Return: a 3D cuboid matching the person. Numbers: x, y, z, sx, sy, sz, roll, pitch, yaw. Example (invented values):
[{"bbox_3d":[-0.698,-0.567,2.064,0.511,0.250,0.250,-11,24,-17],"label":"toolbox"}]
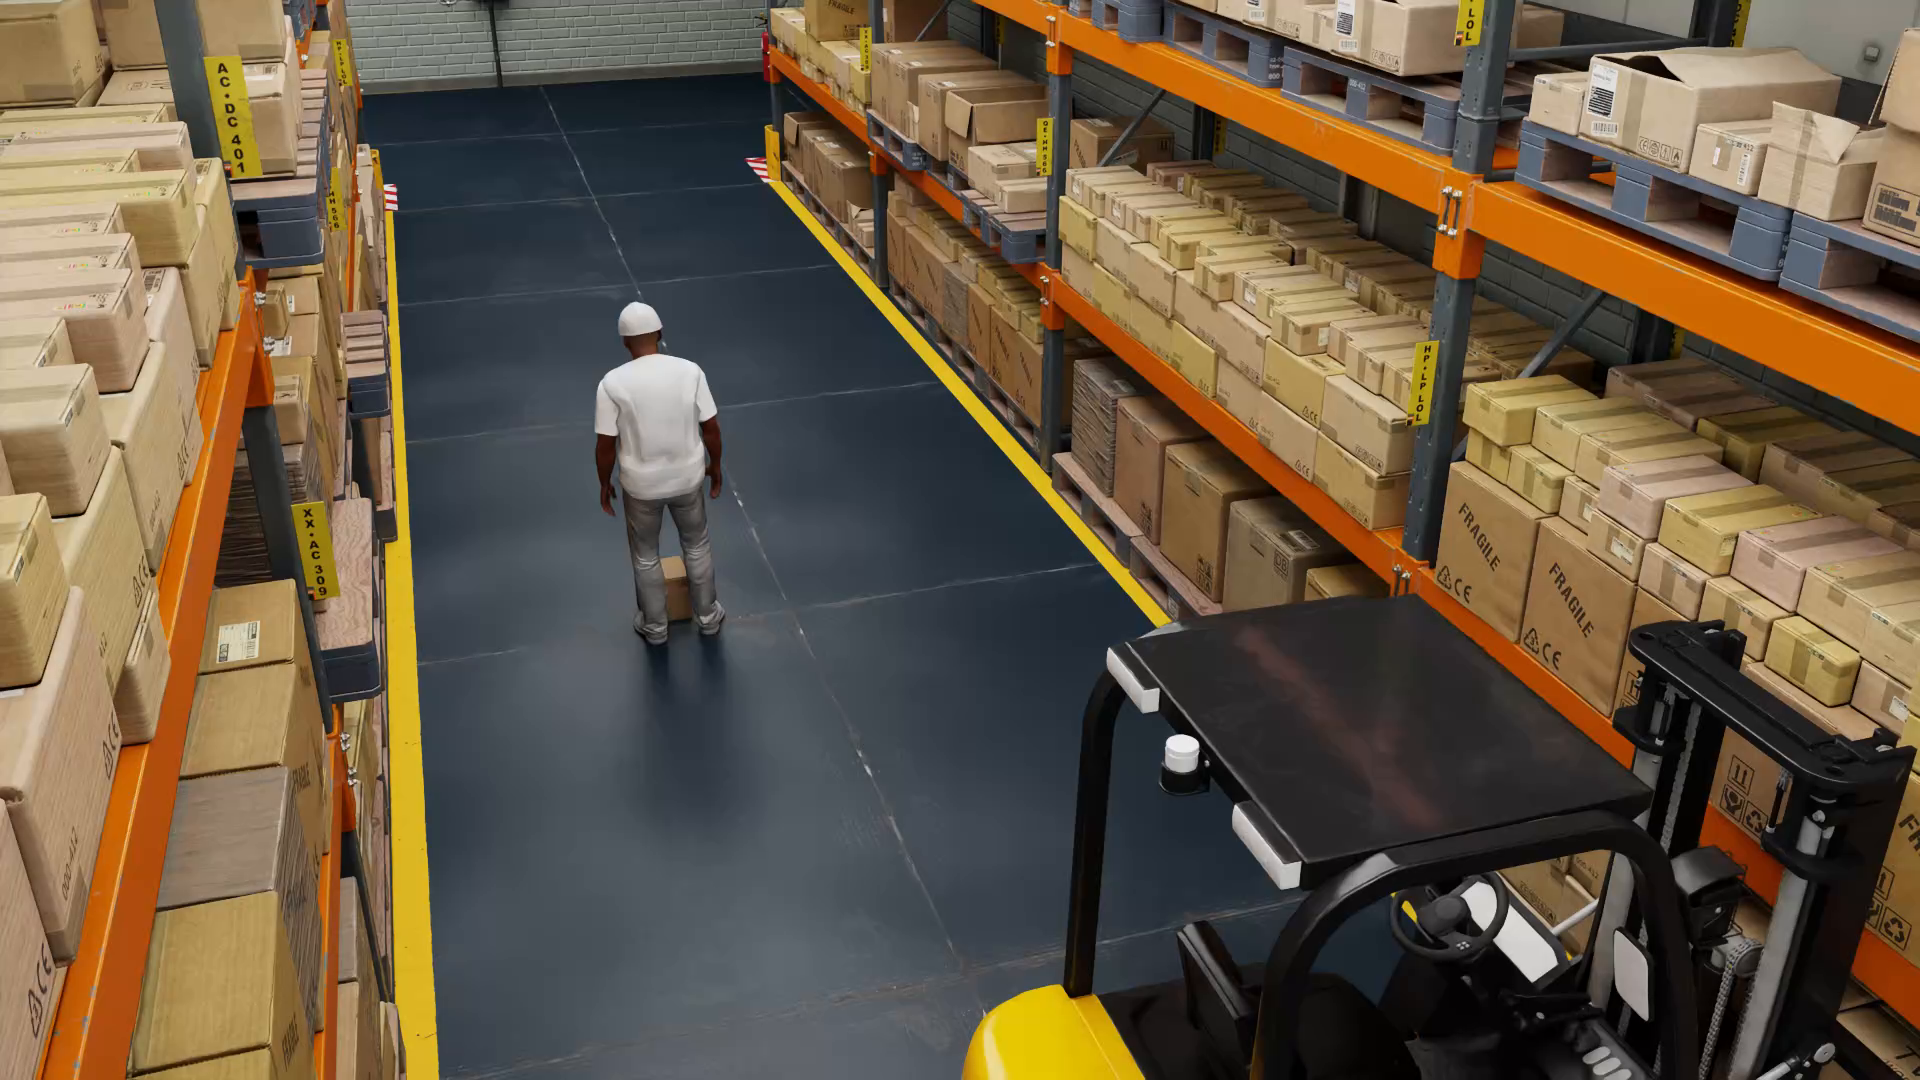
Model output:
[{"bbox_3d":[-1.485,-0.317,8.240,0.625,1.759,0.463,-9,28,-18],"label":"person"}]
